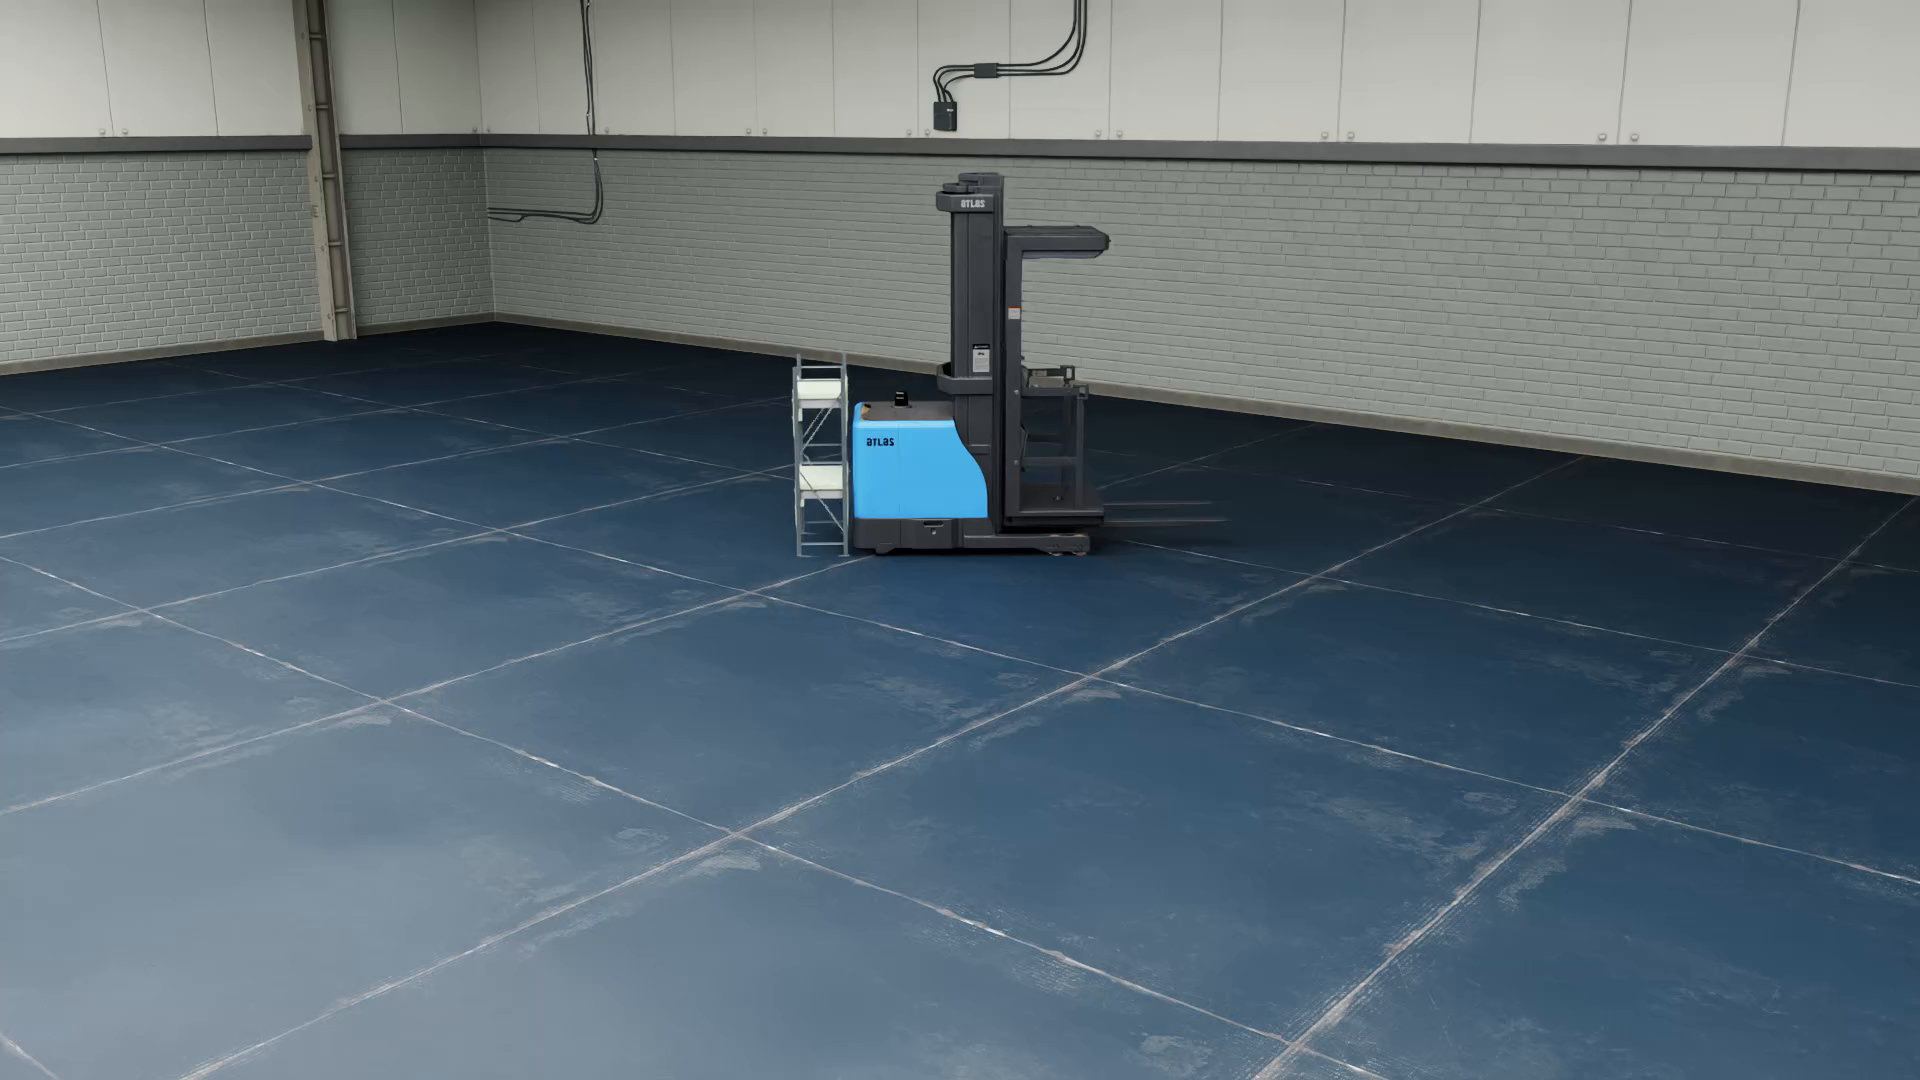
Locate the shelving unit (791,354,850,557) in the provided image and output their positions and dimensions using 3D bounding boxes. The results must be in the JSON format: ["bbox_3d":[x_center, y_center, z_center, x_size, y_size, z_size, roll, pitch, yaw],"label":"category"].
[{"bbox_3d":[-1.101,-0.686,13.278,0.431,1.500,0.755,-1,14,-3],"label":"shelving unit"}]

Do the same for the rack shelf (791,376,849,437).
[{"bbox_3d":[-1.101,-1.065,13.182,0.431,0.370,0.720,-1,14,-3],"label":"rack shelf"}]

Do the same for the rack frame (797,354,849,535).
[{"bbox_3d":[-1.120,-0.776,13.633,0.400,1.500,0.023,-1,14,-3],"label":"rack frame"}]

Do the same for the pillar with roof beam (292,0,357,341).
[{"bbox_3d":[-6.329,-6.833,22.244,9.100,9.000,0.400,11,18,38],"label":"pillar with roof beam"}]

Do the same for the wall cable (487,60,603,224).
[{"bbox_3d":[-6.797,-6.354,26.664,3.097,2.526,0.112,11,18,38],"label":"wall cable"}]

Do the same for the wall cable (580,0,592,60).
[{"bbox_3d":[-4.693,-8.383,24.395,3.097,2.526,0.112,11,18,38],"label":"wall cable"}]

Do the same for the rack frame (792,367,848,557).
[{"bbox_3d":[-1.082,-0.596,12.924,0.400,1.500,0.023,-1,14,-3],"label":"rack frame"}]

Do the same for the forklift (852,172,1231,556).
[{"bbox_3d":[0.647,-1.427,13.287,3.031,2.935,1.130,-1,14,-2],"label":"forklift"}]

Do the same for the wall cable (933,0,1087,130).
[{"bbox_3d":[0.577,-8.035,20.068,2.305,6.003,0.169,11,18,38],"label":"wall cable"}]

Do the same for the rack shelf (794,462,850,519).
[{"bbox_3d":[-1.101,-0.370,13.359,0.431,0.370,0.720,-1,14,-3],"label":"rack shelf"}]
